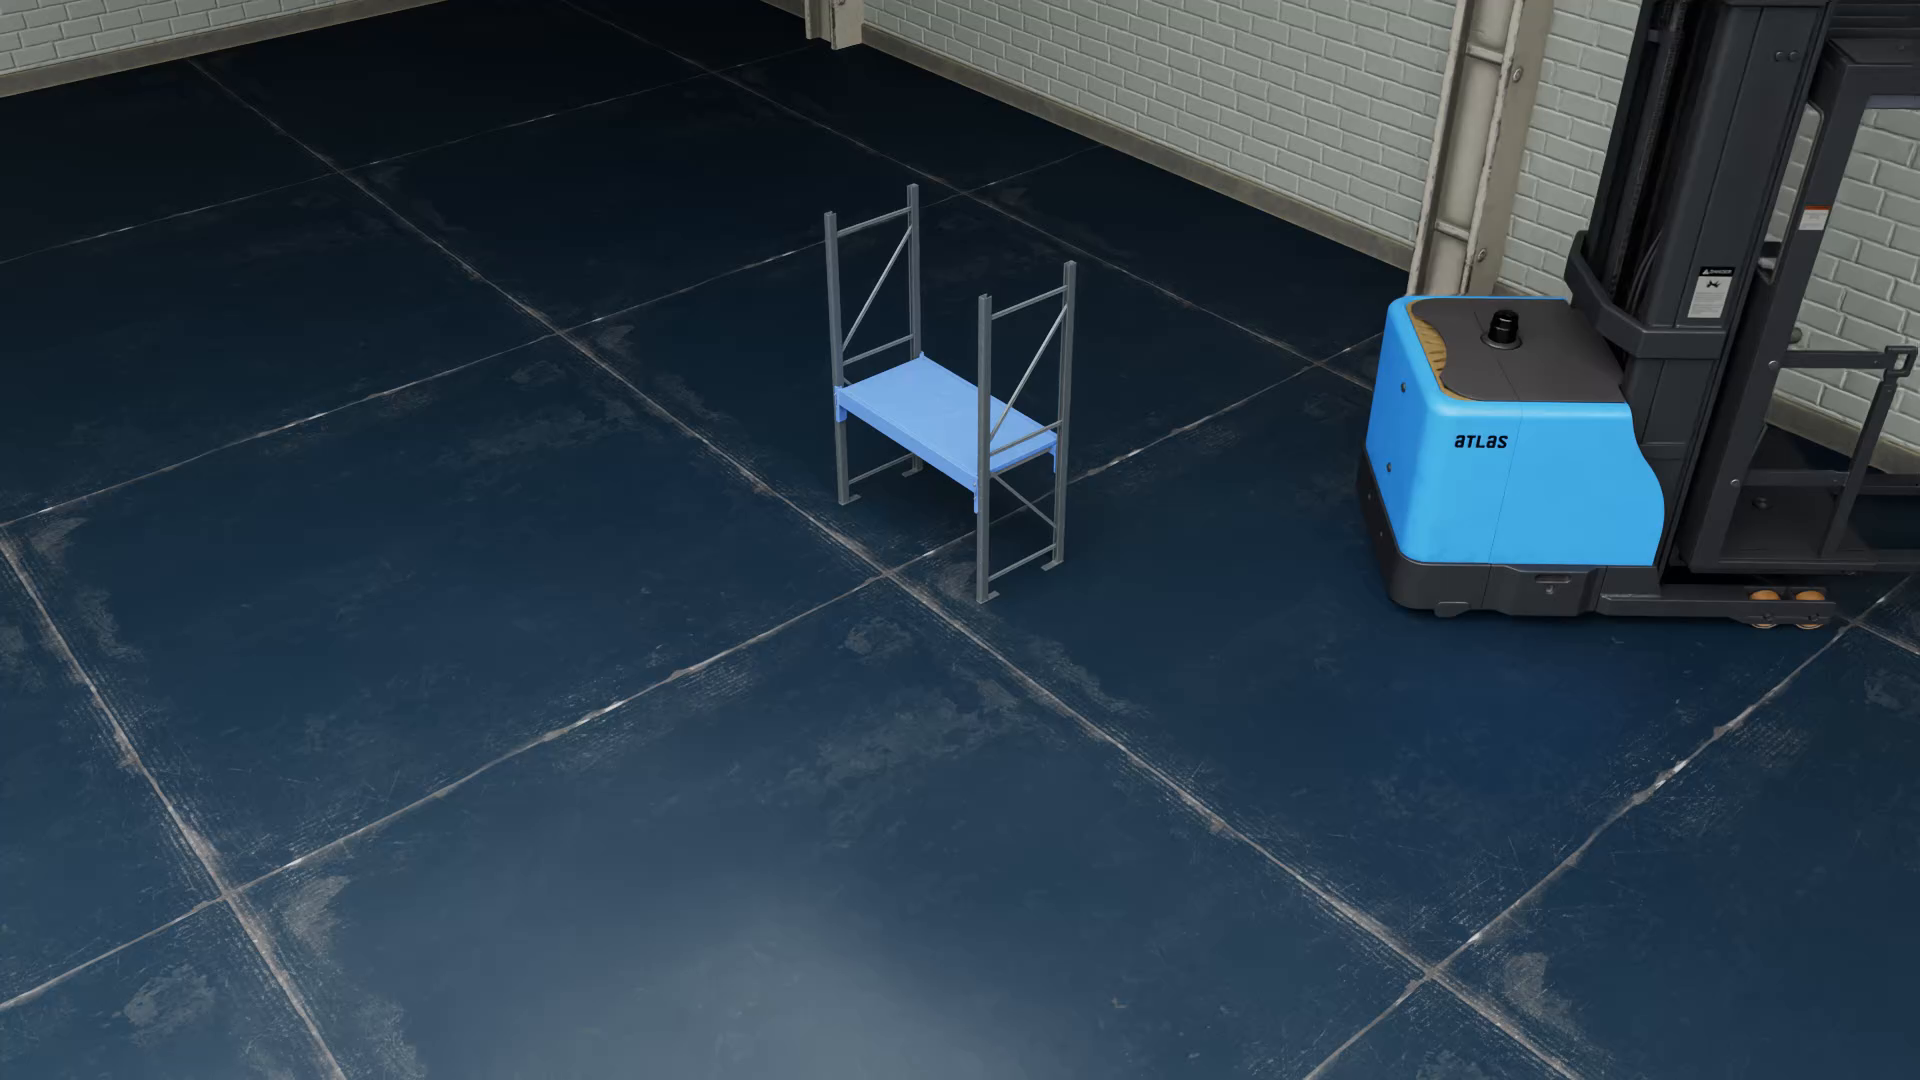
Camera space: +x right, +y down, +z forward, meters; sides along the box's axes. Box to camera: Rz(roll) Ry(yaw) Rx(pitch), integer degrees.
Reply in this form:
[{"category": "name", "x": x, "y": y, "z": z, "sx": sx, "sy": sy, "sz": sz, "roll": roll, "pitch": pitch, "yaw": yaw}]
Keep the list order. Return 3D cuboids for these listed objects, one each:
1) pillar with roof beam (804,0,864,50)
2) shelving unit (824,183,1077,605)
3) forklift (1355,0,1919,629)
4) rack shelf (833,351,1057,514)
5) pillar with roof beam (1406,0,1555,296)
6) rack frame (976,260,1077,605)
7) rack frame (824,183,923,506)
[{"category": "pillar with roof beam", "x": -4.298, "y": -6.122, "z": 8.607, "sx": 9.100, "sy": 9.000, "sz": 0.400, "roll": -26, "pitch": 43, "yaw": -32}, {"category": "shelving unit", "x": -0.055, "y": -0.650, "z": 7.370, "sx": 0.538, "sy": 1.500, "sz": 1.048, "roll": -26, "pitch": 43, "yaw": -32}, {"category": "forklift", "x": 3.403, "y": -1.123, "z": 6.799, "sx": 3.031, "sy": 2.935, "sz": 1.130, "roll": 1, "pitch": 35, "yaw": 1}, {"category": "rack shelf", "x": -0.055, "y": -0.503, "z": 7.474, "sx": 0.538, "sy": 0.185, "sz": 1.000, "roll": -26, "pitch": 43, "yaw": -32}, {"category": "pillar with roof beam", "x": -0.426, "y": -3.472, "z": 4.867, "sx": 9.100, "sy": 9.000, "sz": 0.400, "roll": -26, "pitch": 43, "yaw": -32}, {"category": "rack frame", "x": 0.273, "y": -0.425, "z": 7.053, "sx": 0.500, "sy": 1.500, "sz": 0.032, "roll": -26, "pitch": 43, "yaw": -32}, {"category": "rack frame", "x": -0.383, "y": -0.874, "z": 7.687, "sx": 0.500, "sy": 1.500, "sz": 0.032, "roll": -26, "pitch": 43, "yaw": -32}]
